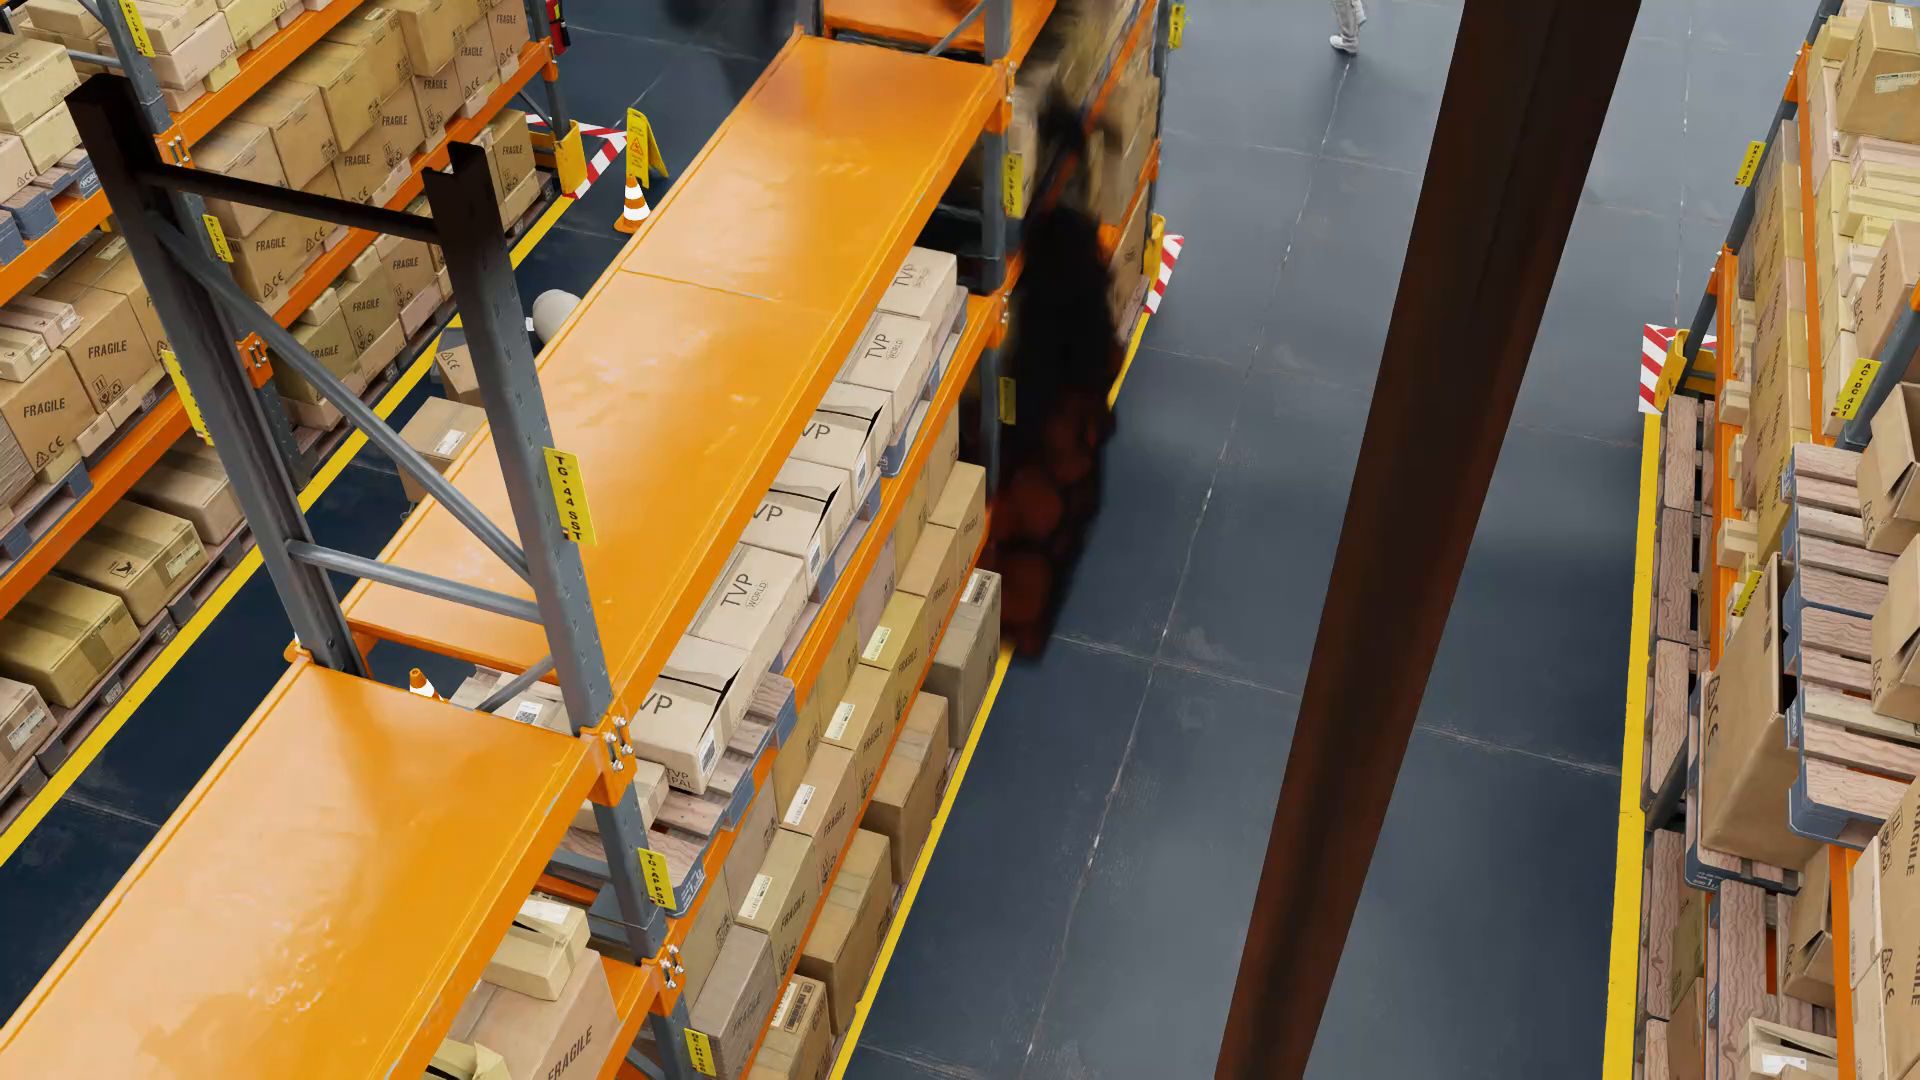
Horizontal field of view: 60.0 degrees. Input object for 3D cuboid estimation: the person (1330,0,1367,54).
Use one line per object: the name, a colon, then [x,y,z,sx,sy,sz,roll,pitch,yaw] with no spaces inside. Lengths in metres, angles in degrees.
person: [3.533,-5.337,15.113,0.671,1.739,0.628,-31,53,-27]
